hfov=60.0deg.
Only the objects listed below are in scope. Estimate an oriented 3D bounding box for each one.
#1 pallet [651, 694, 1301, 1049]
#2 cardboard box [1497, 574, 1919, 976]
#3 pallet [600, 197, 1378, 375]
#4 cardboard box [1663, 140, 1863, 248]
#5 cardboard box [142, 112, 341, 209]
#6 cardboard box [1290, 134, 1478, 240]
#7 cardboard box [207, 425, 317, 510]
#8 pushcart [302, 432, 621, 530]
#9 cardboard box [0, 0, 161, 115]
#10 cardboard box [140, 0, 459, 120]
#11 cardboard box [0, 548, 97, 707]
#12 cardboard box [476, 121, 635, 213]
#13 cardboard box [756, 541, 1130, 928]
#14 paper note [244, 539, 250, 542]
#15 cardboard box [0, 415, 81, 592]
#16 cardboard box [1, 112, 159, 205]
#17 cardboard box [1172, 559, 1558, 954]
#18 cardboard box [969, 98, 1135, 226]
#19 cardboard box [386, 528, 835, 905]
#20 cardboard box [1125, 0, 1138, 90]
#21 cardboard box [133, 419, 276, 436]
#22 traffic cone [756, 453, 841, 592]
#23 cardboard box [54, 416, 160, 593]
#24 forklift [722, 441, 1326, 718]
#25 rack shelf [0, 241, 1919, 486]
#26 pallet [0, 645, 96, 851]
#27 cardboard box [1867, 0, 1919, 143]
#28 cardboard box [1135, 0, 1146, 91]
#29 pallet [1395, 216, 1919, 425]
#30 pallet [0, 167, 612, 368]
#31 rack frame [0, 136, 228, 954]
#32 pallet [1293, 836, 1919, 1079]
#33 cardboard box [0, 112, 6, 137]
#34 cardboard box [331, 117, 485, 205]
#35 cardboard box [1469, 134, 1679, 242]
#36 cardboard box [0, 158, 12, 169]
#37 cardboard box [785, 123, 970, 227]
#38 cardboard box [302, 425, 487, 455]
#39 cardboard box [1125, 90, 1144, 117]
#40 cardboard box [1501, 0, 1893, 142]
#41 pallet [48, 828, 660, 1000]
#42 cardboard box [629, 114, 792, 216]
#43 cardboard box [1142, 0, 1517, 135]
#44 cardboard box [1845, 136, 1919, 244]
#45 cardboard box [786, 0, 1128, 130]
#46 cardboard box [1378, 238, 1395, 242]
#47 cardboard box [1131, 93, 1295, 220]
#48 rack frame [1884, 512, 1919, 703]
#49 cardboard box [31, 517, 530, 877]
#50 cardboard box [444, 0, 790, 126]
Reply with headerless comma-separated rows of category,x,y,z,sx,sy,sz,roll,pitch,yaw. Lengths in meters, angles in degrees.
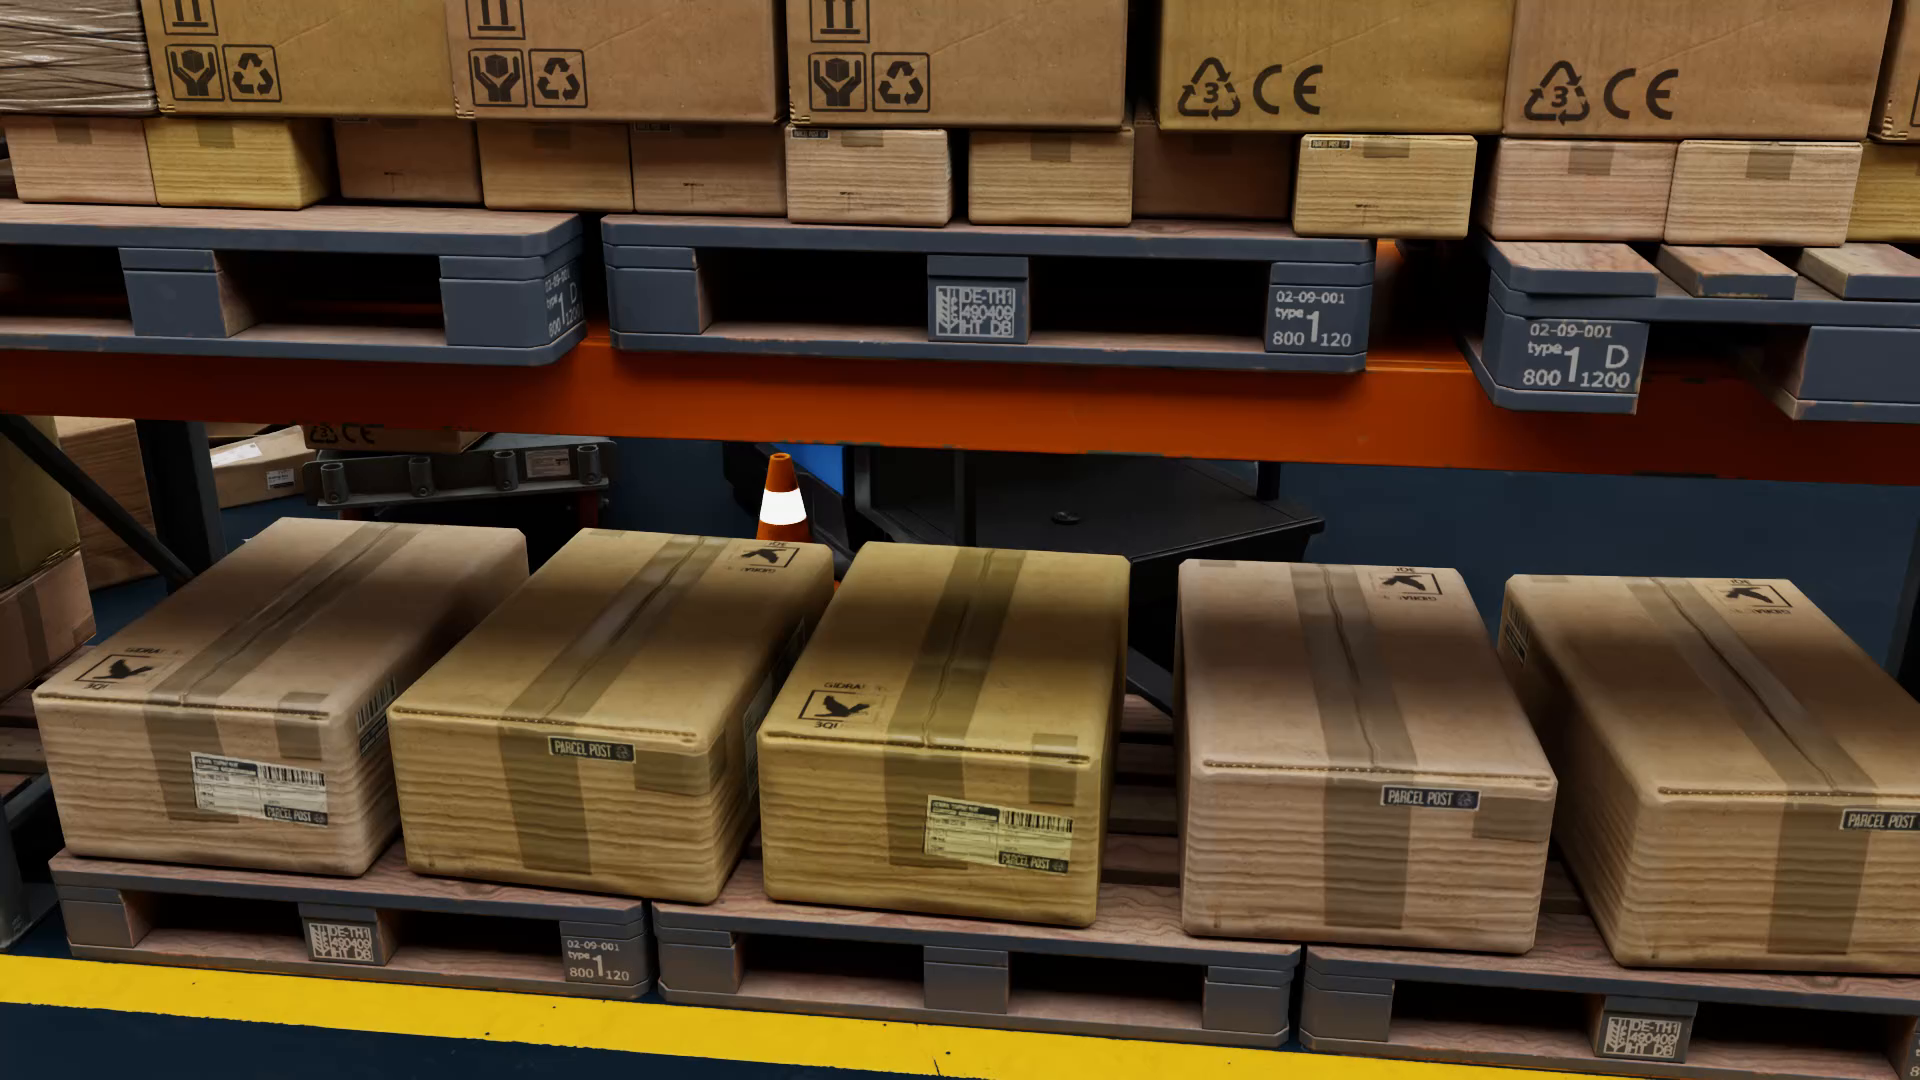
pallet,0.071,0.632,3.553,1.213,0.211,1.003,2,22,6
cardboard box,1.495,0.422,3.295,0.625,0.372,0.950,1,22,3
pallet,0.084,-0.558,3.032,1.213,0.211,1.003,2,22,6
cardboard box,1.171,-0.563,2.554,0.250,0.149,0.380,2,22,6
cardboard box,-1.159,-0.675,2.837,0.250,0.149,0.380,3,22,7
cardboard box,0.647,-0.584,2.606,0.250,0.149,0.380,3,22,7
cardboard box,-2.474,-0.297,5.830,0.396,0.266,0.258,-14,25,-31
pushcart,-1.699,-0.365,5.849,0.936,0.377,1.648,-5,22,-12
cardboard box,-1.486,-1.005,2.789,0.500,0.500,0.500,3,22,8
cardboard box,-0.988,-0.983,2.735,0.500,0.500,0.500,3,22,6
cardboard box,-2.472,0.210,3.998,0.500,0.250,0.500,2,22,4
cardboard box,-0.618,-0.664,2.810,0.250,0.149,0.380,3,22,7
cardboard box,0.009,0.358,3.457,0.625,0.372,0.950,3,22,8
paper note,-2.243,-0.015,5.435,0.142,0.019,0.148,2,22,6
cardboard box,-2.472,-0.139,3.860,0.500,0.500,0.500,4,22,9
cardboard box,-1.406,-0.689,2.873,0.250,0.149,0.380,3,22,7
cardboard box,0.761,0.393,3.368,0.625,0.372,0.950,2,22,5
cardboard box,0.153,-0.621,2.702,0.250,0.149,0.380,2,22,5
cardboard box,-0.682,0.329,3.531,0.625,0.372,0.950,4,22,10
cardboard box,0.093,-1.126,3.095,0.500,0.500,0.500,2,22,4
cardboard box,-2.918,-0.636,6.179,0.503,0.637,0.797,2,22,6
traffic cone,-0.521,-0.027,4.879,0.334,0.463,0.336,2,22,6
cardboard box,-2.822,-0.131,5.089,0.500,0.500,0.500,-19,28,-40
forklift,0.320,-1.147,4.355,1.130,2.935,3.031,-11,24,-26
rack shelf,0.069,-0.328,3.169,4.000,0.370,1.077,2,22,6
pallet,-2.589,0.531,3.809,1.213,0.211,1.003,2,22,6
cardboard box,1.570,-0.875,2.461,0.500,0.500,0.500,2,22,5
cardboard box,0.589,-1.101,3.033,0.500,0.500,0.500,3,22,7
pallet,1.334,-0.479,2.833,1.003,0.211,1.213,2,22,6
pallet,-1.176,-0.574,3.073,1.213,0.211,1.003,2,22,6
rack frame,-1.918,-0.750,3.256,0.127,3.000,1.000,2,22,6
pallet,1.279,0.686,3.418,1.213,0.211,1.003,2,22,6
cardboard box,-2.322,-1.055,3.488,0.500,0.500,0.500,2,22,6
cardboard box,-0.869,-0.690,2.877,0.250,0.149,0.380,4,22,10
cardboard box,0.922,-0.577,2.589,0.250,0.149,0.380,1,22,4
cardboard box,-2.193,-0.763,3.633,0.250,0.149,0.380,2,22,6
cardboard box,-0.115,-0.622,2.704,0.250,0.149,0.380,3,22,8
cardboard box,-1.738,-0.590,5.223,0.500,0.500,0.500,2,22,6
cardboard box,0.406,-0.789,3.127,0.250,0.149,0.380,3,22,8
cardboard box,1.056,-0.893,2.507,0.500,0.500,0.500,2,22,5
pallet,-1.144,0.580,3.685,1.213,0.211,1.003,2,22,6
cardboard box,-0.373,-0.653,2.781,0.250,0.149,0.380,3,22,7
cardboard box,0.554,-0.915,2.561,0.500,0.500,0.500,1,22,3
cardboard box,1.427,-0.568,2.568,0.250,0.149,0.380,3,22,7
cardboard box,0.012,-0.939,2.622,0.500,0.500,0.500,2,22,4
cardboard box,1.943,-1.596,7.887,0.750,0.750,1.050,2,22,6
cardboard box,0.412,-0.640,2.750,0.250,0.149,0.380,3,22,7
rack frame,2.055,-0.576,2.818,0.127,3.000,1.000,2,22,6
cardboard box,-1.396,0.299,3.607,0.625,0.372,0.950,3,22,7
cardboard box,-0.499,-0.957,2.668,0.500,0.500,0.500,2,22,6
